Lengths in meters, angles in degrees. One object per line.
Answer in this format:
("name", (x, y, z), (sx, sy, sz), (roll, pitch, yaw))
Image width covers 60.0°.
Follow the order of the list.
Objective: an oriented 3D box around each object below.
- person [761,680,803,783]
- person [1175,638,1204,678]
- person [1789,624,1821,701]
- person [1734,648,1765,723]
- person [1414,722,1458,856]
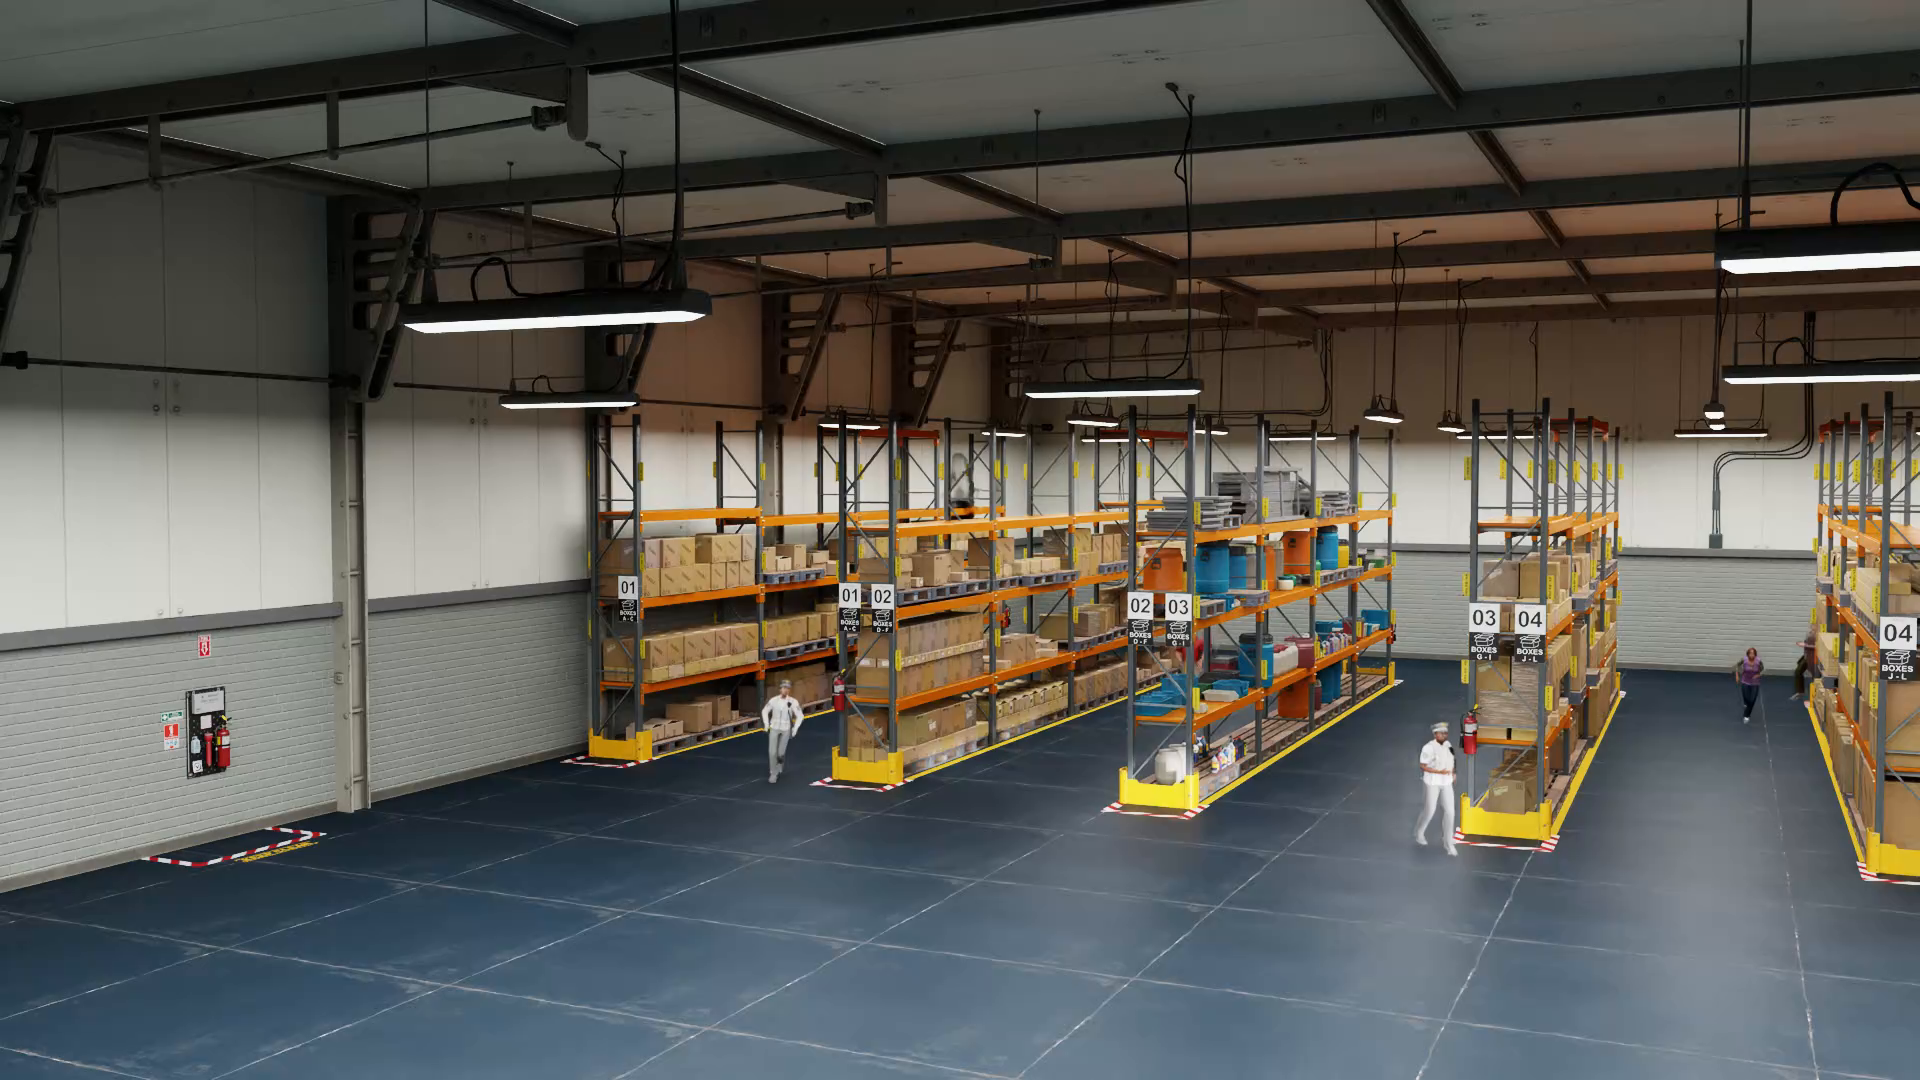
("person", (-2.898, 3.083, 26.939), (0.651, 1.654, 0.505), (0, 2, 1))
("person", (4.892, 2.705, 35.373), (0.669, 1.694, 0.594), (1, 2, 19))
("person", (18.573, 2.628, 36.187), (0.843, 1.813, 0.673), (0, 2, 2))
("person", (15.718, 2.892, 33.107), (0.528, 1.533, 0.662), (1, 2, 17))
("person", (6.306, 3.264, 21.971), (0.594, 1.756, 0.768), (-1, 2, -16))
